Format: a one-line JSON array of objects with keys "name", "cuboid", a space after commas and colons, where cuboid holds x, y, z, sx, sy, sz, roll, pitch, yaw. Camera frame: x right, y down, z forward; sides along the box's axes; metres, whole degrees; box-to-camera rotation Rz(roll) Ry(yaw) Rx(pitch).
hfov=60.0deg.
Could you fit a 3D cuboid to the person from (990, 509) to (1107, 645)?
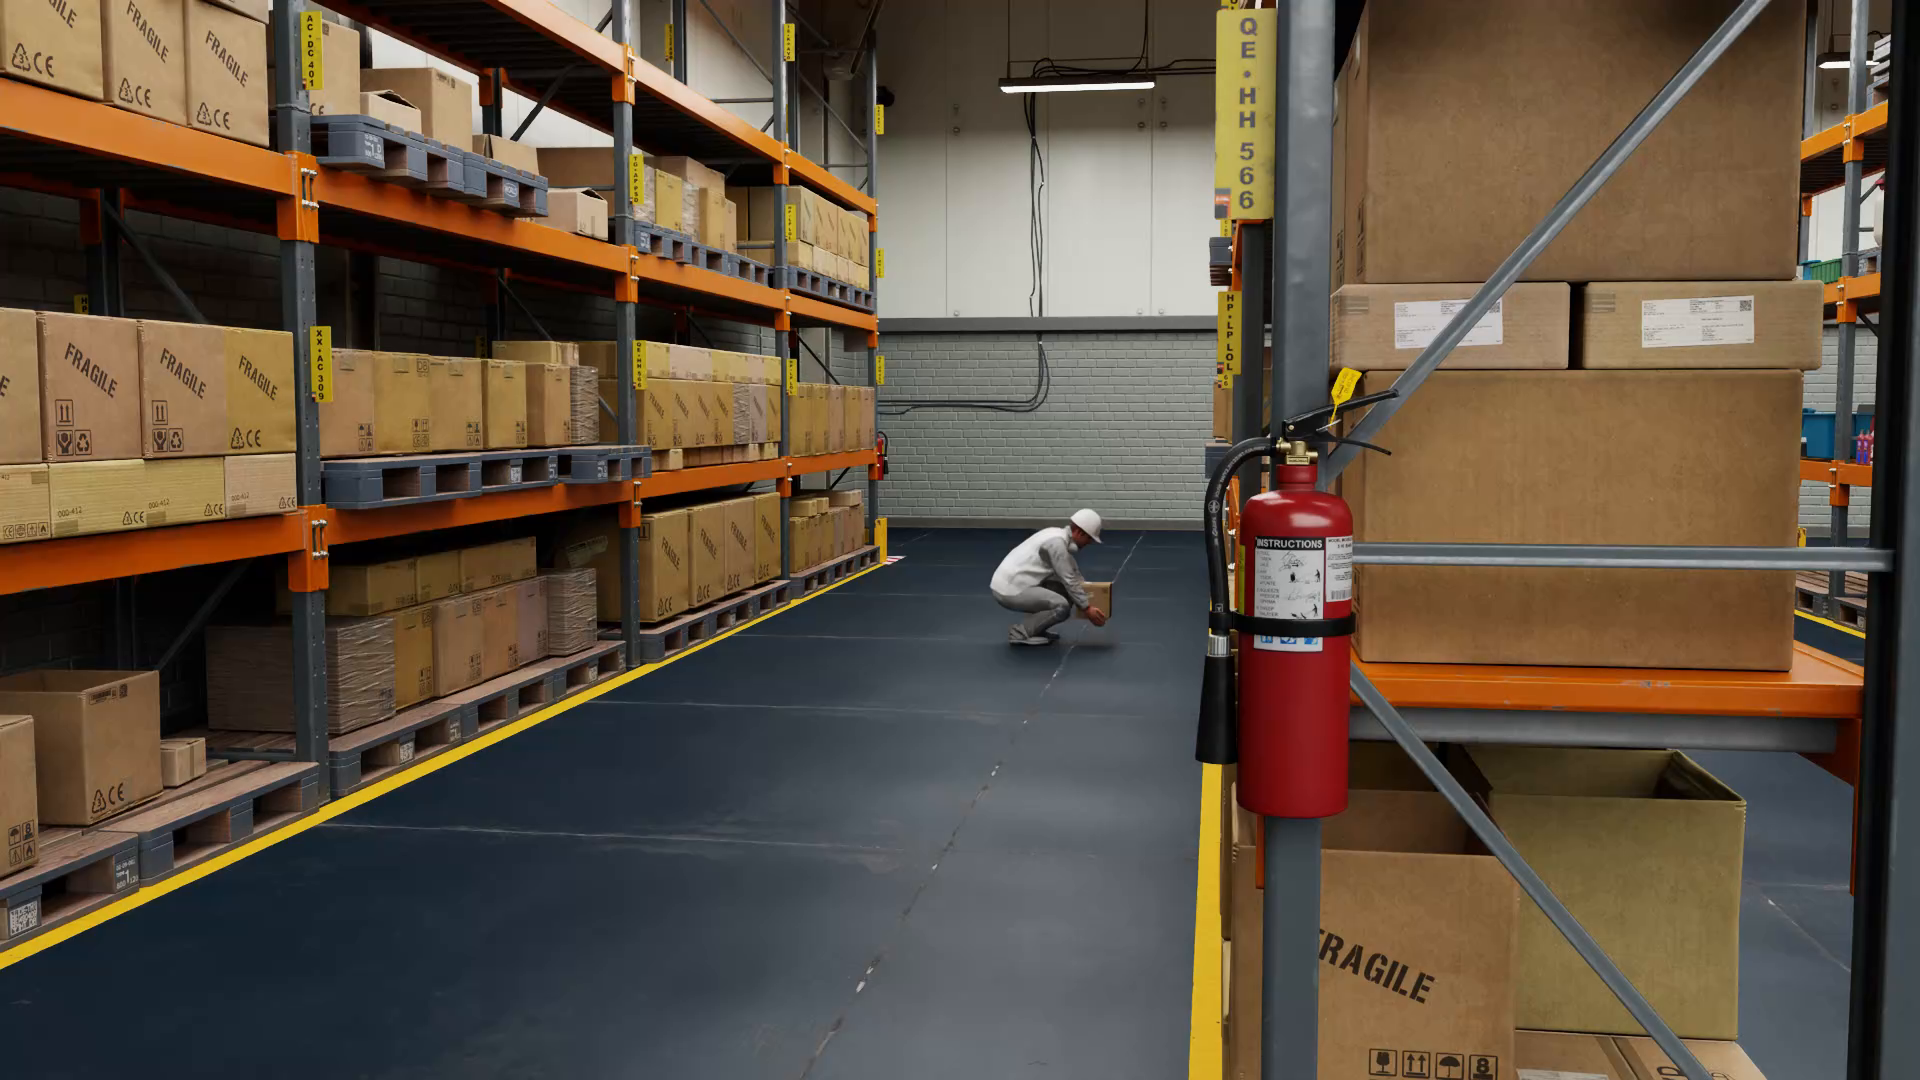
[{"name": "person", "cuboid": [0.666, 0.275, 12.446, 0.862, 1.007, 0.534, 1, 4, 9]}]
